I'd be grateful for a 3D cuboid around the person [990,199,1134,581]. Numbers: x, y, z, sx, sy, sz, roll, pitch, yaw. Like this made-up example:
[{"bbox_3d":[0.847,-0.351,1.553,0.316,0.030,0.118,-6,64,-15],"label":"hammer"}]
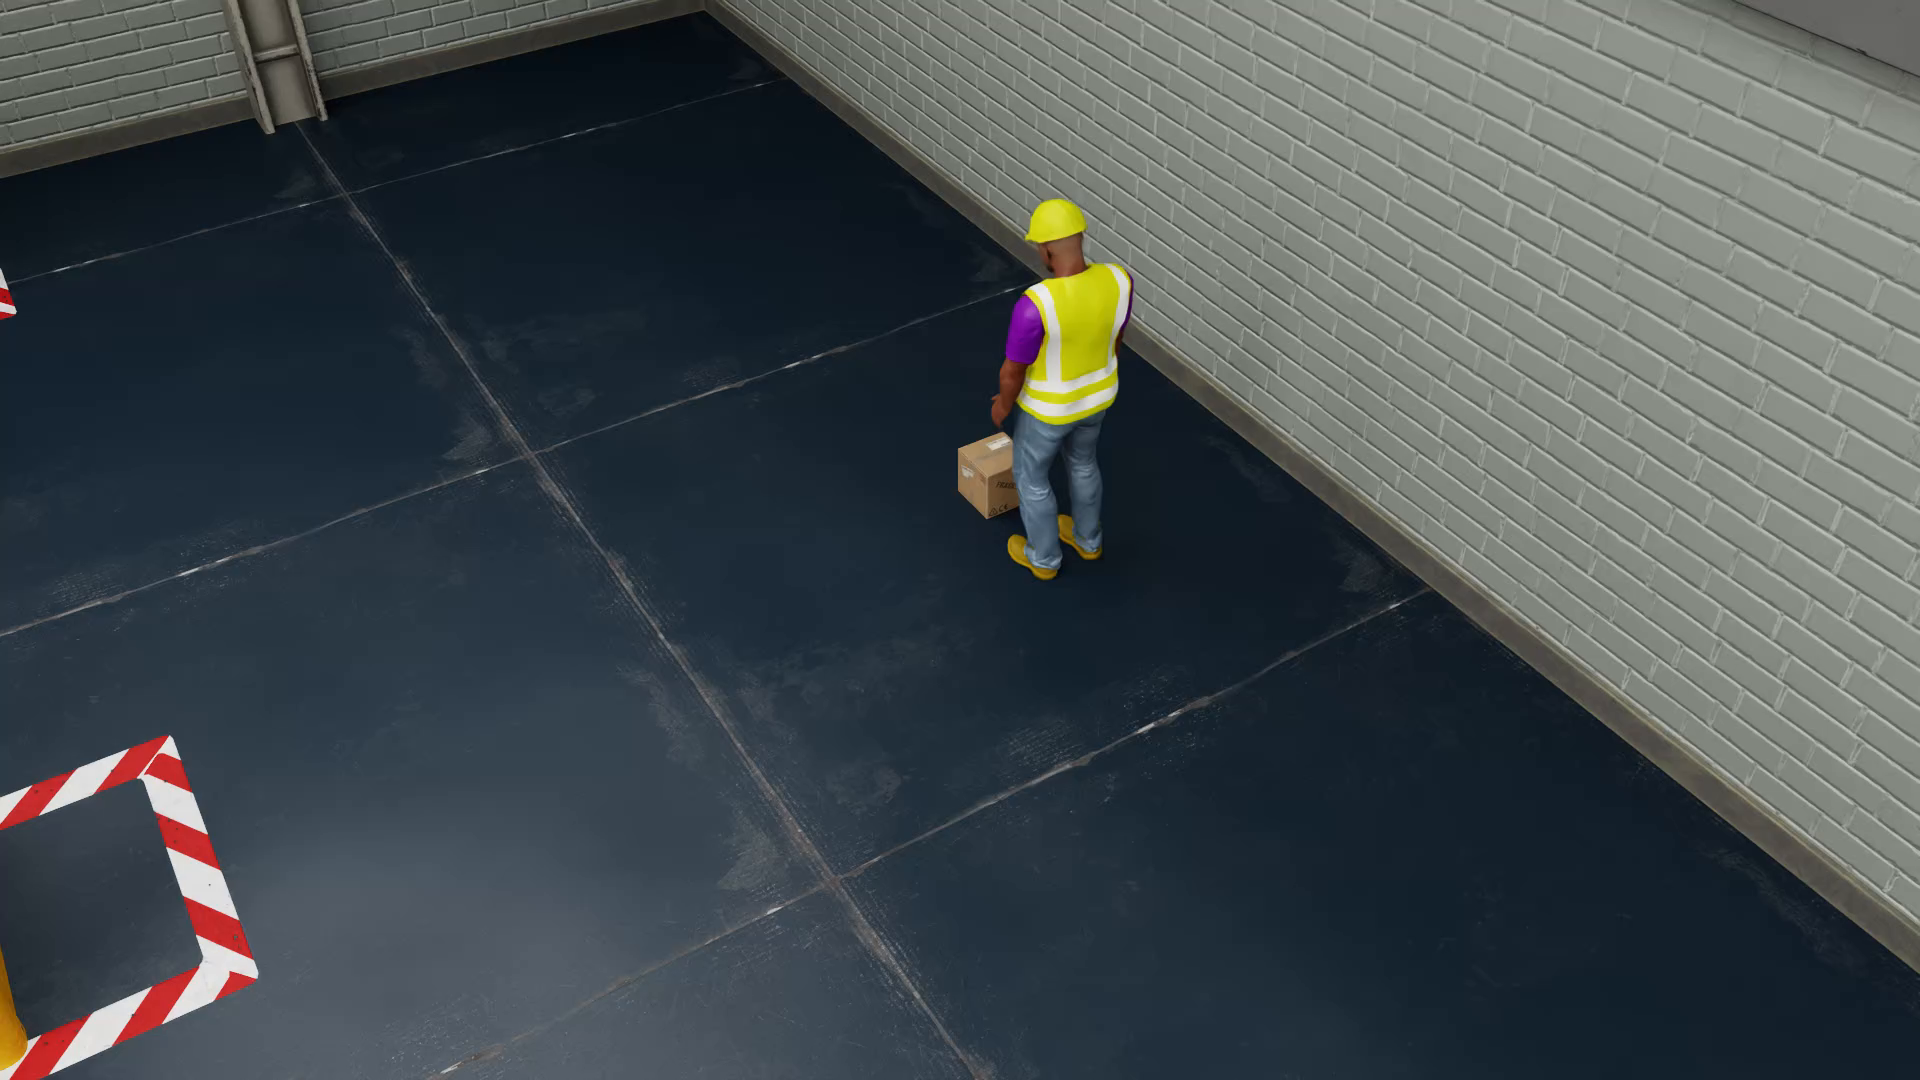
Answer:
[{"bbox_3d":[0.405,-0.595,6.850,0.575,1.749,0.390,-22,45,-23],"label":"person"}]
